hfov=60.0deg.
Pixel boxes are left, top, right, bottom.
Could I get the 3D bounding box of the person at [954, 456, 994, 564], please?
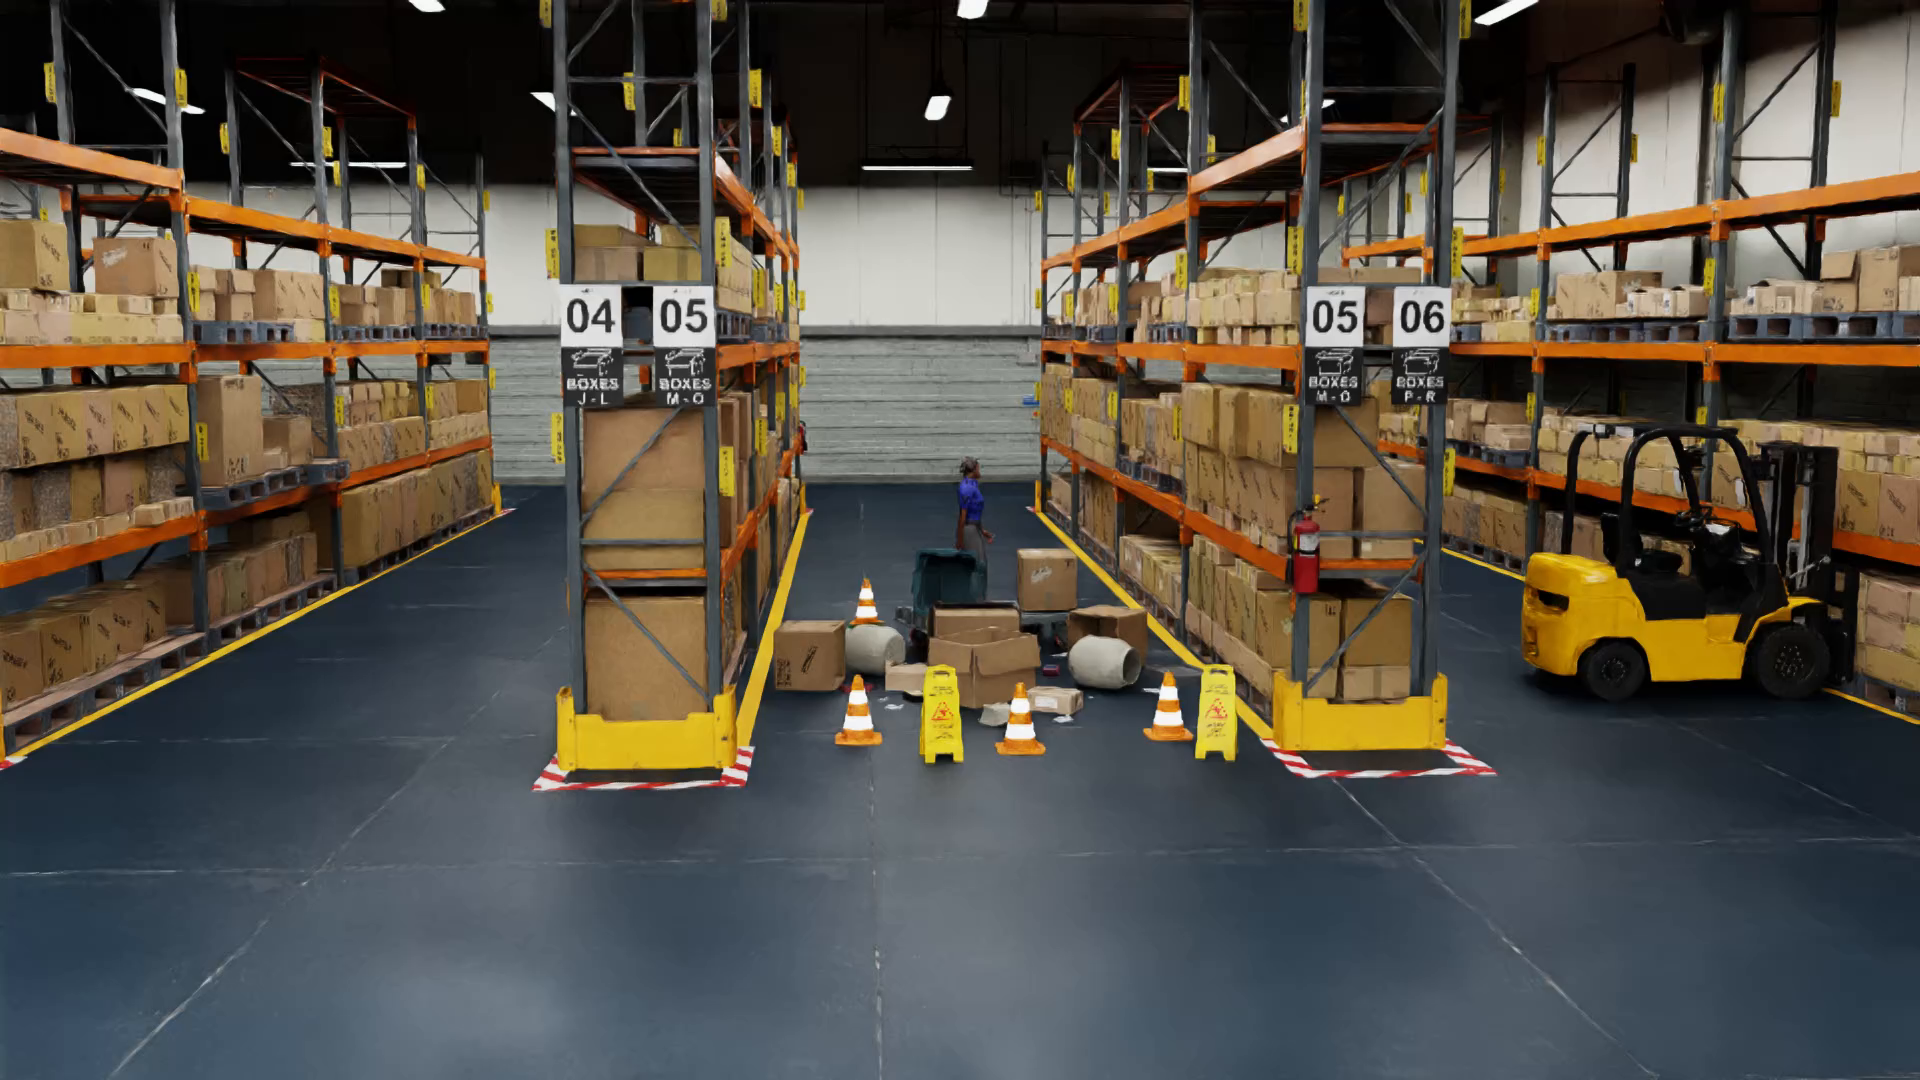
[{"bbox_3d":[0.092,-0.051,17.181,0.538,1.614,0.667,0,7,-3],"label":"person"}]
